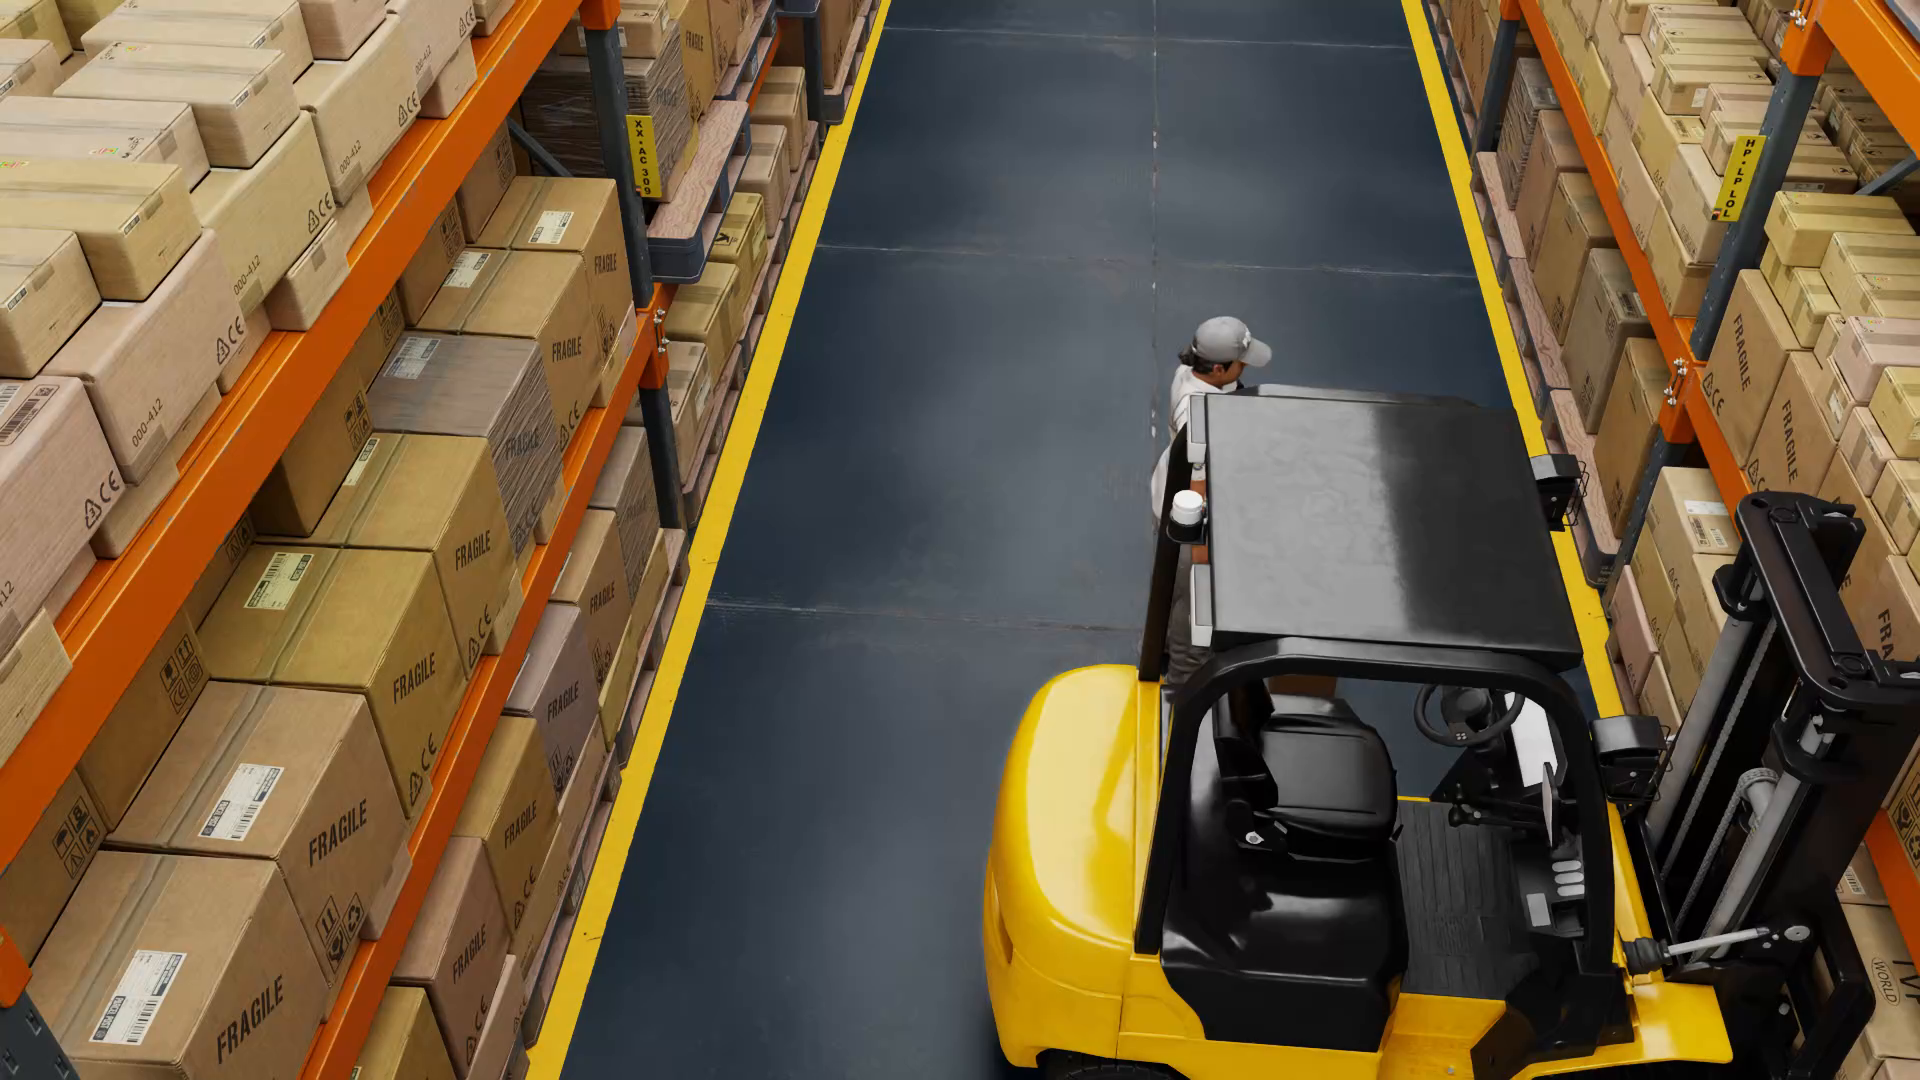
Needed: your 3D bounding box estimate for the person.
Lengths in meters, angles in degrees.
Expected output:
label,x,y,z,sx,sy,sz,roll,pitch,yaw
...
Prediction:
label,x,y,z,sx,sy,sz,roll,pitch,yaw
person,0.919,-0.096,6.286,0.405,1.698,0.501,3,40,4
